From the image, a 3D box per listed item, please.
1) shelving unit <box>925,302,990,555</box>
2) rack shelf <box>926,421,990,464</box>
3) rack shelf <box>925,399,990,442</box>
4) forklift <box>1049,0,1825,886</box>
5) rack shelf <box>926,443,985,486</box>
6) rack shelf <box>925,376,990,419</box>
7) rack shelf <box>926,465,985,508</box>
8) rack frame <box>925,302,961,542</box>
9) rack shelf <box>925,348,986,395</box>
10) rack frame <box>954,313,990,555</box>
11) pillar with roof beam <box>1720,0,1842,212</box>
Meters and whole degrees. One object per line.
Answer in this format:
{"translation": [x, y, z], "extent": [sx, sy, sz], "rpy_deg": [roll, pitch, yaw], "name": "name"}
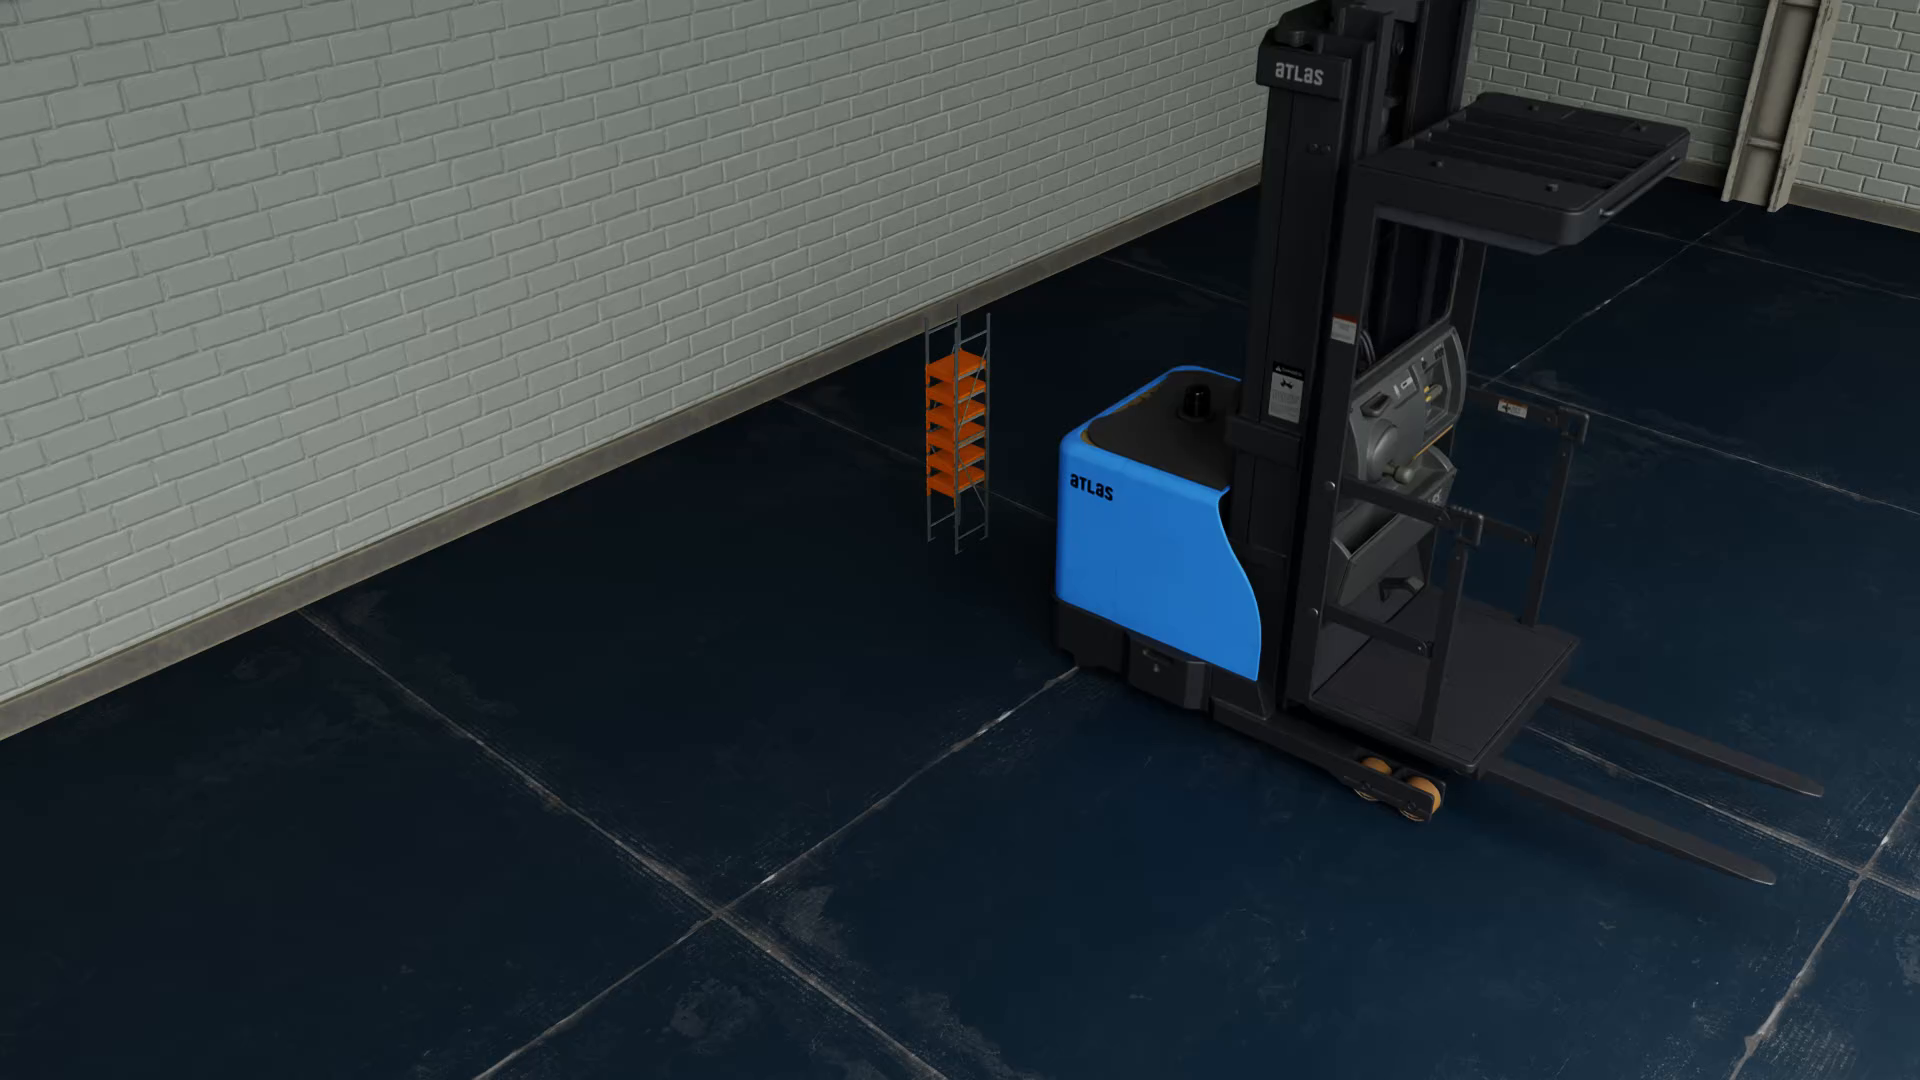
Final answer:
{"translation": [-0.011, -0.519, 7.949], "extent": [0.189, 1.200, 0.258], "rpy_deg": [25, 39, 35], "name": "shelving unit"}
{"translation": [-0.011, -0.481, 7.972], "extent": [0.180, 0.103, 0.258], "rpy_deg": [25, 39, 35], "name": "rack shelf"}
{"translation": [-0.011, -0.584, 7.910], "extent": [0.180, 0.103, 0.258], "rpy_deg": [25, 39, 35], "name": "rack shelf"}
{"translation": [1.864, -0.478, 6.203], "extent": [3.031, 2.935, 1.130], "rpy_deg": [22, 38, 32], "name": "forklift"}
{"translation": [-0.011, -0.378, 8.034], "extent": [0.180, 0.103, 0.258], "rpy_deg": [25, 39, 35], "name": "rack shelf"}
{"translation": [-0.011, -0.687, 7.848], "extent": [0.180, 0.103, 0.258], "rpy_deg": [25, 39, 35], "name": "rack shelf"}
{"translation": [-0.011, -0.275, 8.096], "extent": [0.180, 0.103, 0.258], "rpy_deg": [25, 39, 35], "name": "rack shelf"}
{"translation": [-0.079, -0.551, 8.001], "extent": [0.006, 1.200, 0.240], "rpy_deg": [25, 39, 35], "name": "rack frame"}
{"translation": [-0.011, -0.789, 7.786], "extent": [0.180, 0.103, 0.258], "rpy_deg": [25, 39, 35], "name": "rack shelf"}
{"translation": [0.057, -0.487, 7.896], "extent": [0.006, 1.200, 0.240], "rpy_deg": [25, 39, 35], "name": "rack frame"}
{"translation": [3.070, -4.752, 7.418], "extent": [0.400, 9.000, 9.100], "rpy_deg": [25, 39, 35], "name": "pillar with roof beam"}
